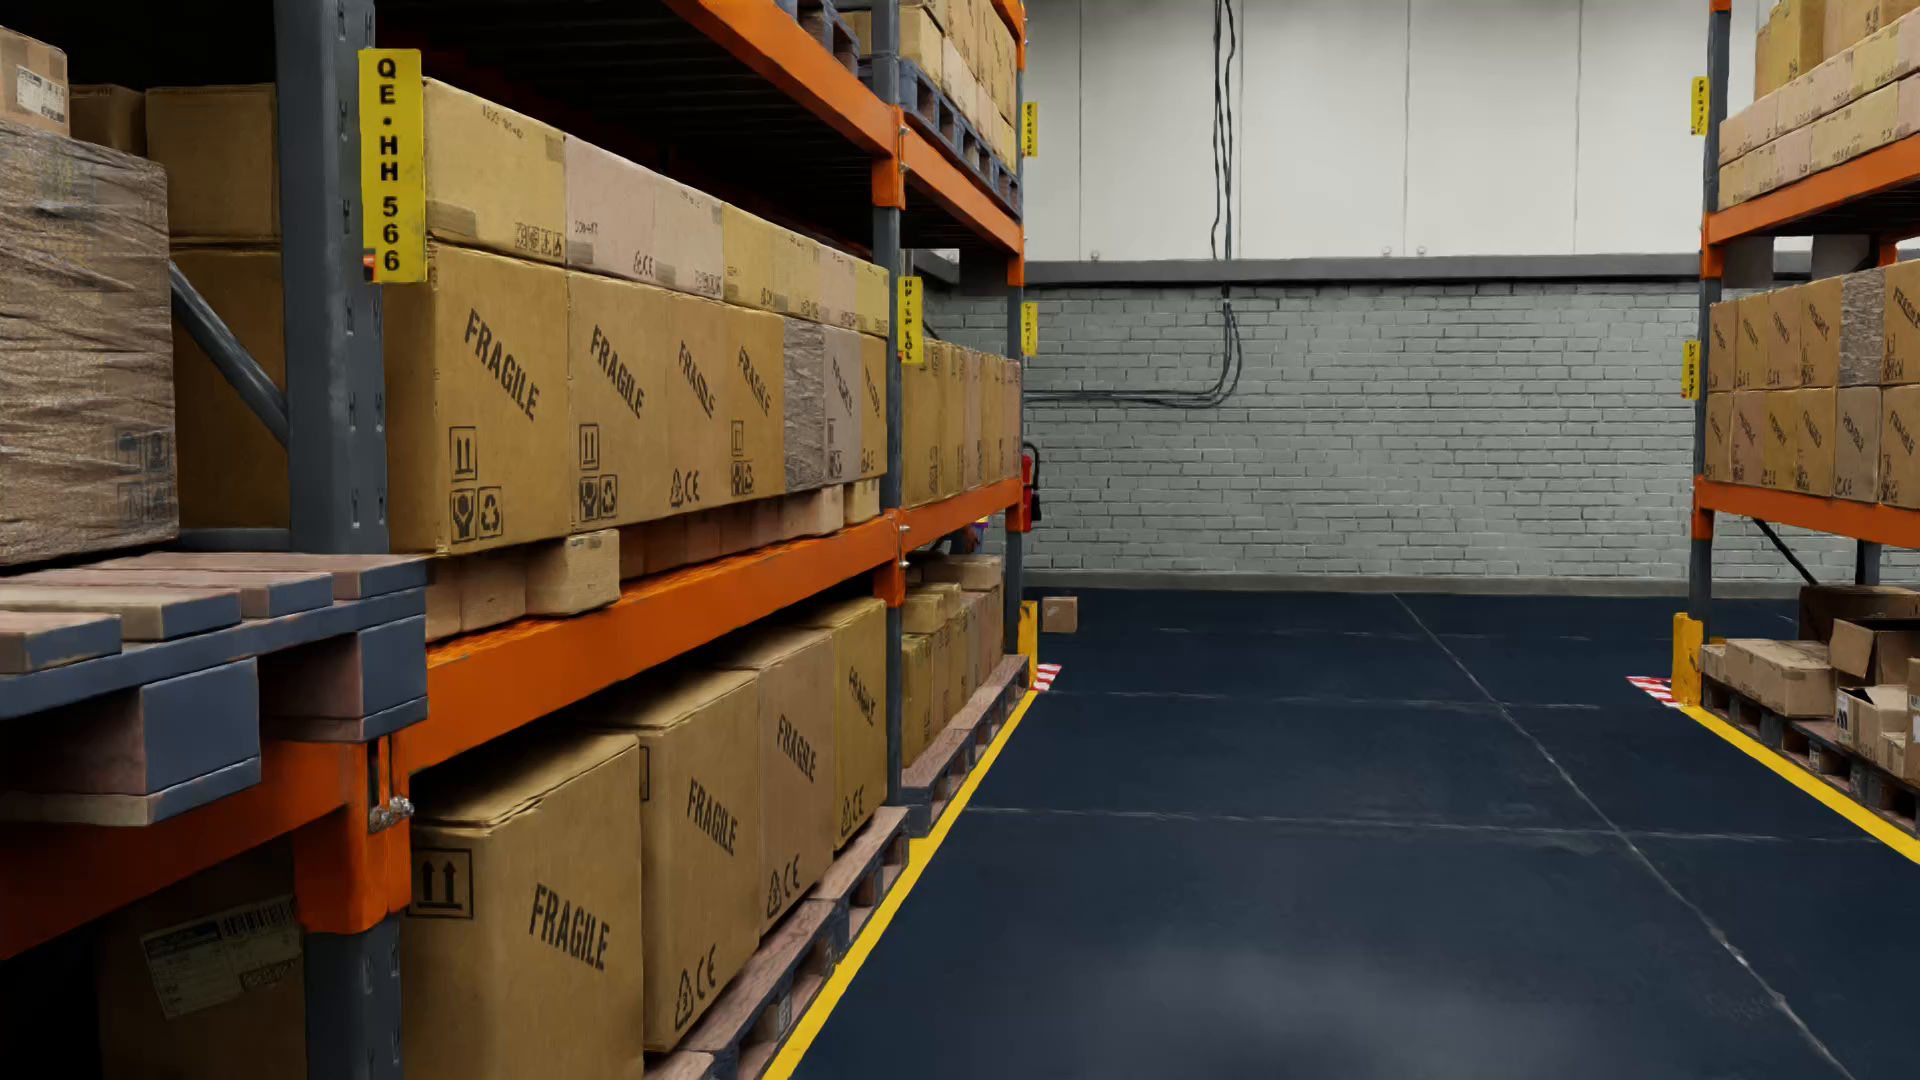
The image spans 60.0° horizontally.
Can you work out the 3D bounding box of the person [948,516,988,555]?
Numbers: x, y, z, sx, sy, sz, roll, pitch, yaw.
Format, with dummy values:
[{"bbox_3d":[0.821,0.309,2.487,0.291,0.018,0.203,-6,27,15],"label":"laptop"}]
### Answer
[{"bbox_3d":[0.065,-0.106,11.483,0.386,1.774,0.641,0,4,4],"label":"person"}]
